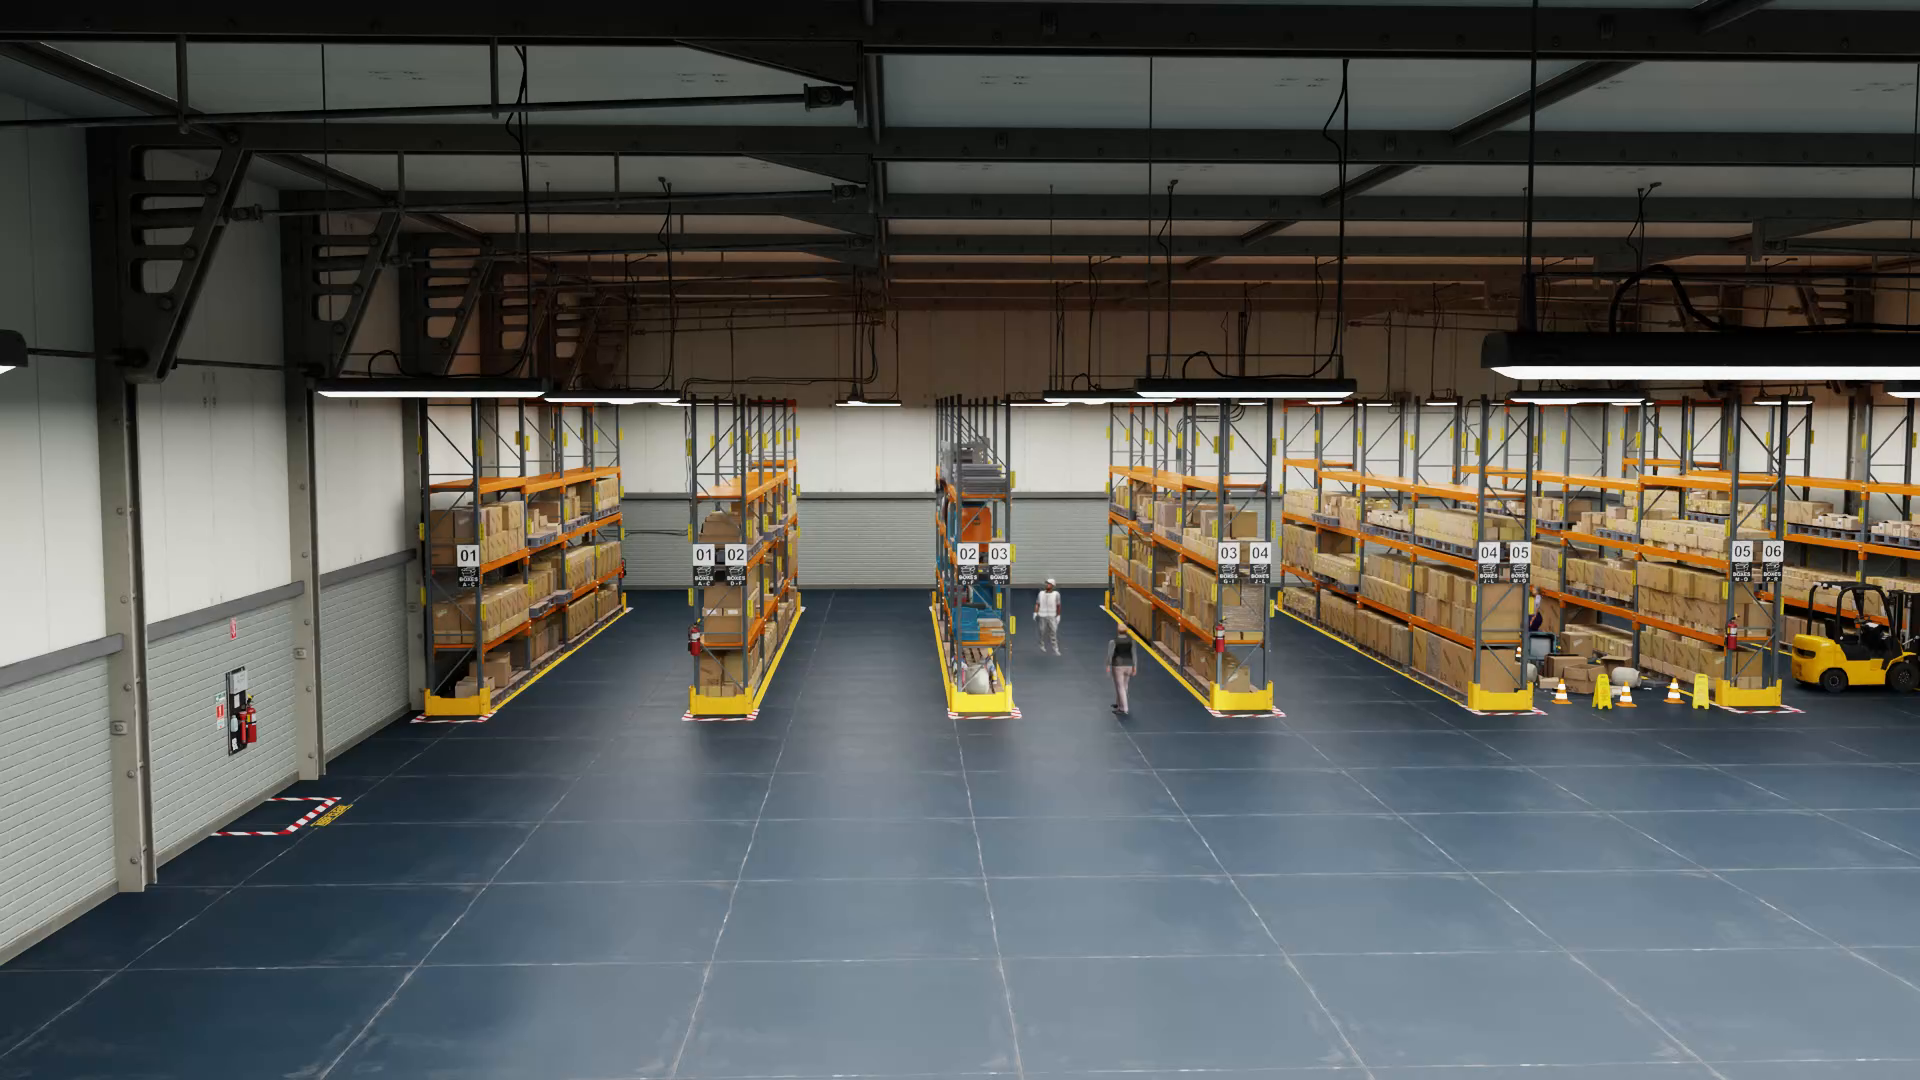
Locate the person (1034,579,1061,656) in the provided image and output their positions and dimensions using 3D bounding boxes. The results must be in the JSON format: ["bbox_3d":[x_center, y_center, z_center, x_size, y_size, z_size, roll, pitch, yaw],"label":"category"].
[{"bbox_3d":[2.021,1.768,38.350,0.673,1.722,0.951,-1,5,-11],"label":"person"}]

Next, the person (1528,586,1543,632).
[{"bbox_3d":[13.303,1.900,38.710,0.495,1.675,0.519,4,6,42],"label":"person"}]

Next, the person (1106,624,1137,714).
[{"bbox_3d":[2.980,2.405,31.341,0.543,1.704,0.682,-3,5,-29],"label":"person"}]
